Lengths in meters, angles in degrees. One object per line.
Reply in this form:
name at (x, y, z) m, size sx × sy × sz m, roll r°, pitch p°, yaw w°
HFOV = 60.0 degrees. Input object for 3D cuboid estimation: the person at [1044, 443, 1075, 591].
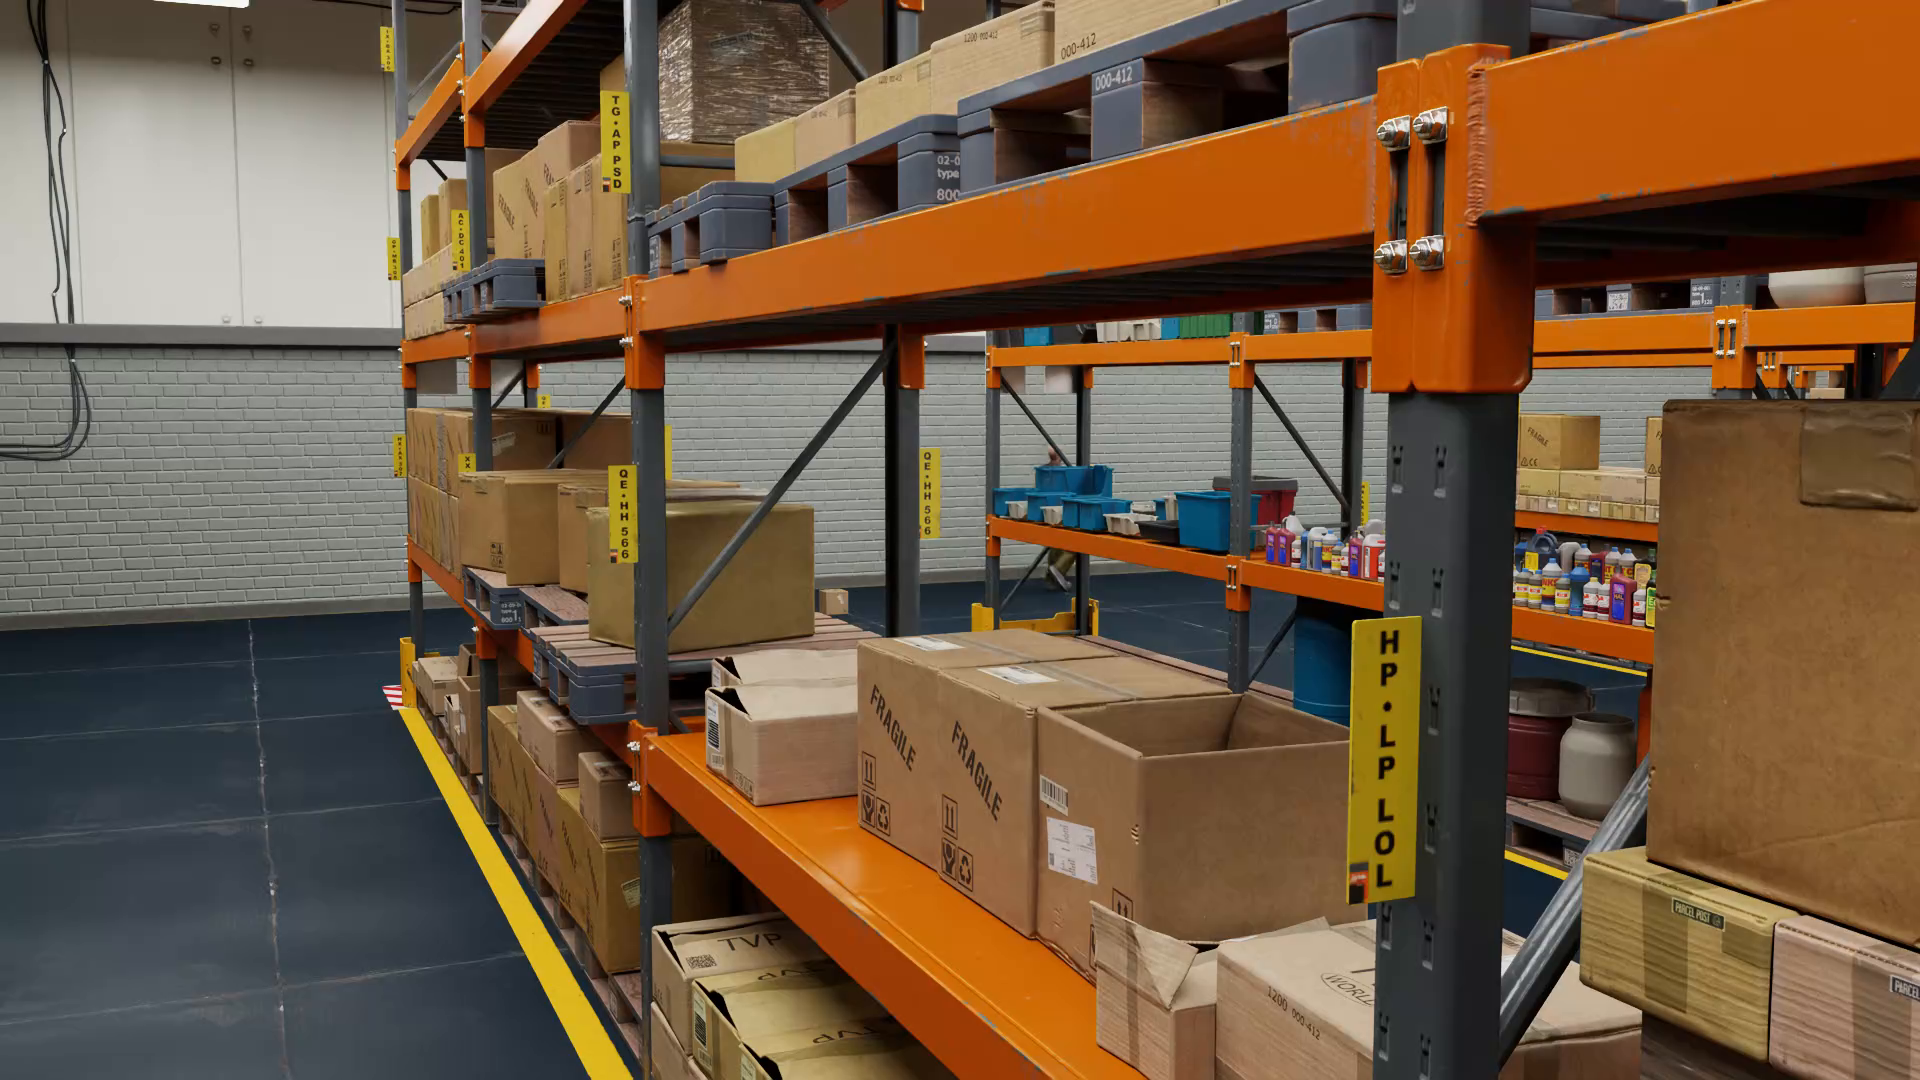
person at (1.228, -0.183, 20.010) m, size 0.509 × 1.583 × 0.606 m, roll -4°, pitch 6°, yaw -34°
